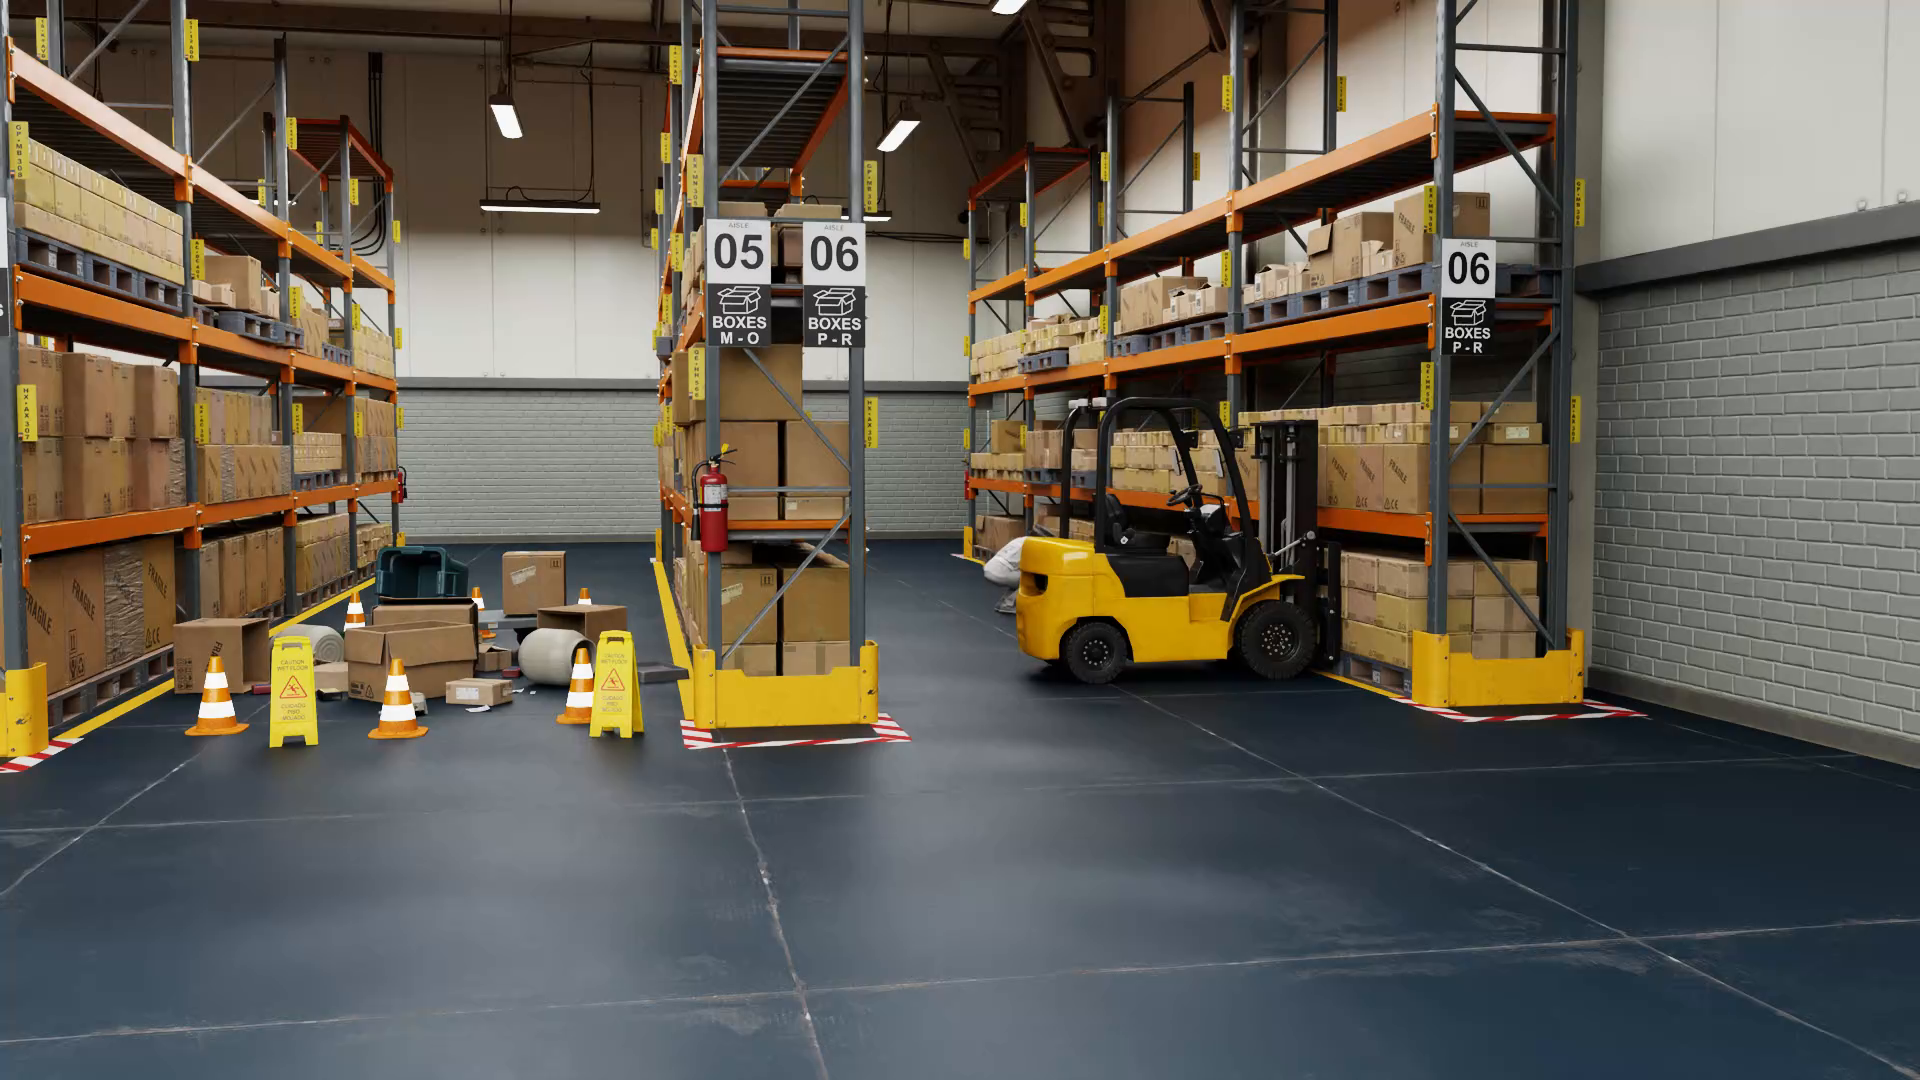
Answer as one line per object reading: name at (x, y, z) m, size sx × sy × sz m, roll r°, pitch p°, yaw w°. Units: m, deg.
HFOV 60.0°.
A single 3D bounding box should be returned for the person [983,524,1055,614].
person at (0.664, 0.310, 18.011) m, size 0.829 × 0.961 × 0.495 m, roll -1°, pitch 3°, yaw -11°
